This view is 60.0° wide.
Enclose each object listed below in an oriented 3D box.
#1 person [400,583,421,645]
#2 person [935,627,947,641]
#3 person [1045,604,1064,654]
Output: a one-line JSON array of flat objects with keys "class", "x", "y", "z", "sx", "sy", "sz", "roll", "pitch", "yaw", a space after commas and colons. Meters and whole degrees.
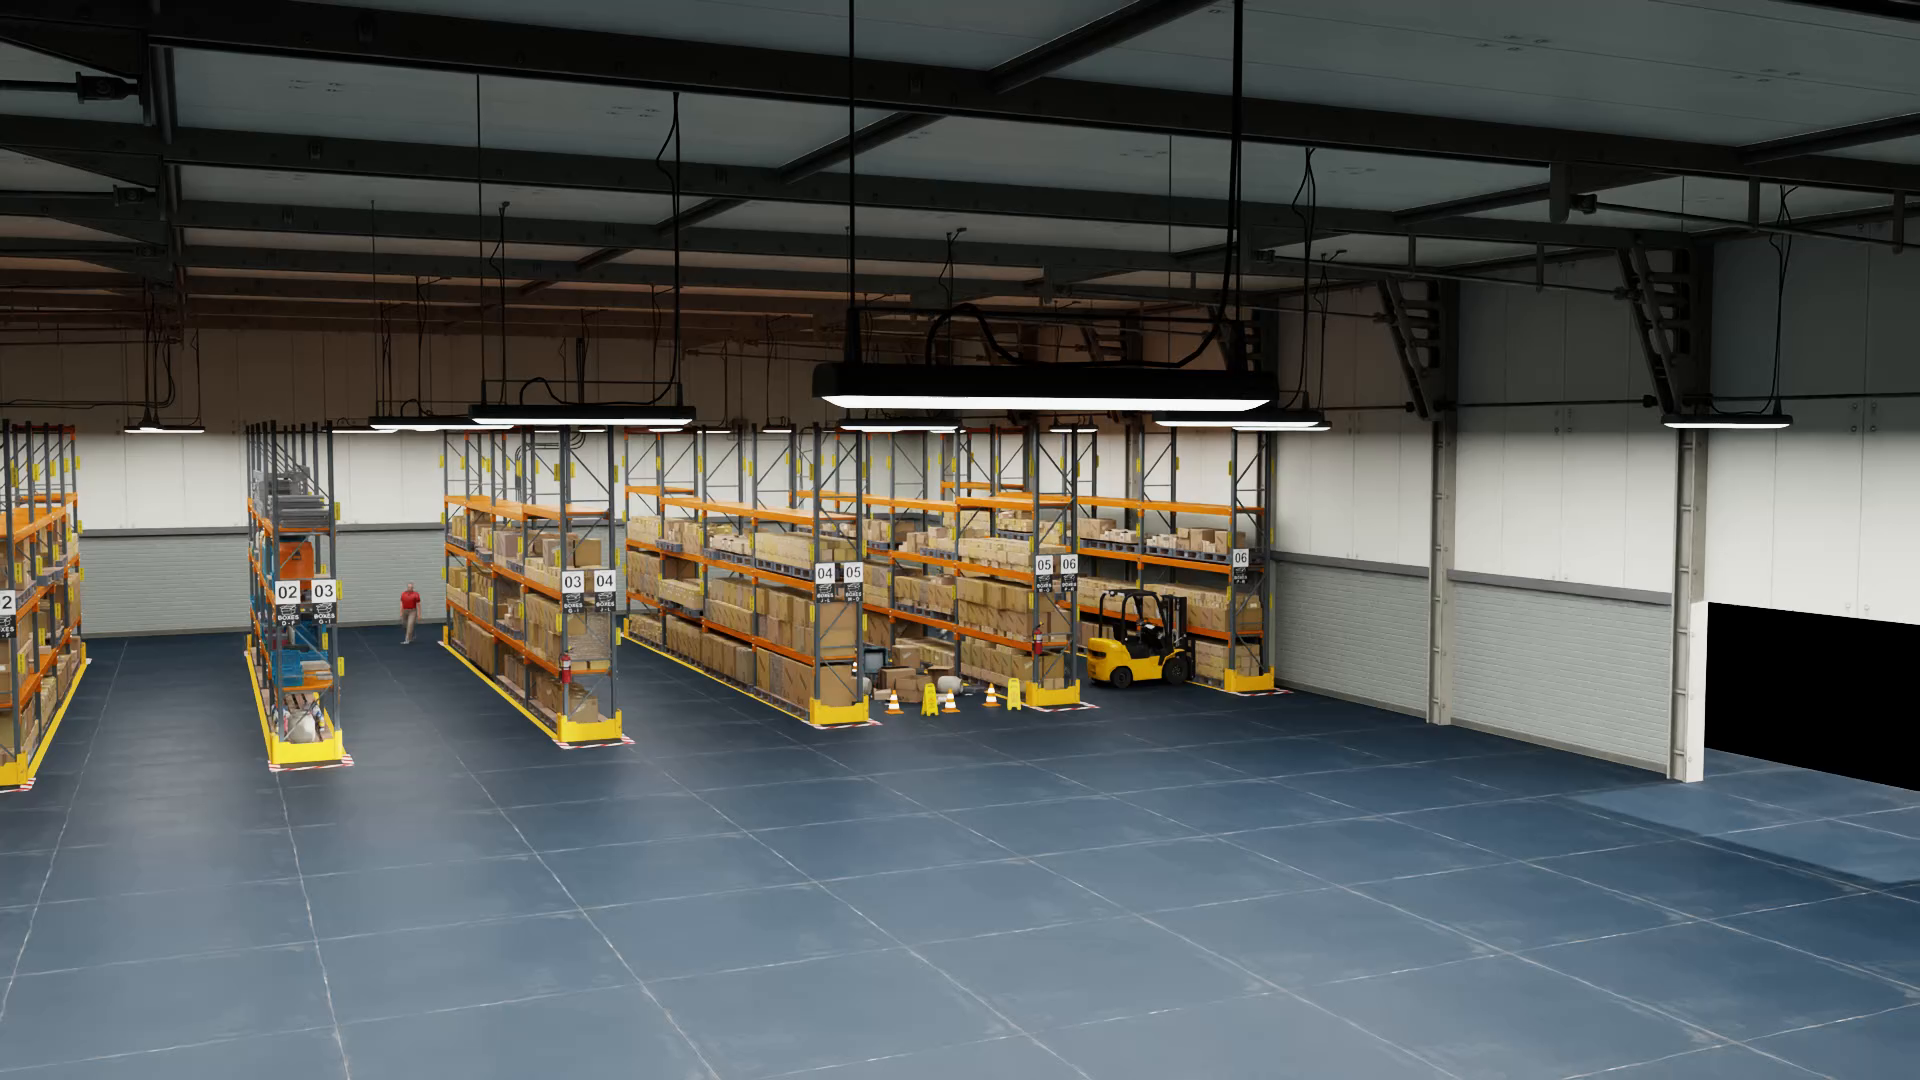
[{"class": "person", "x": -15.124, "y": 2.015, "z": 45.740, "sx": 0.539, "sy": 1.685, "sz": 0.852, "roll": 0, "pitch": 4, "yaw": 8}, {"class": "person", "x": -0.502, "y": 1.928, "z": 46.402, "sx": 0.467, "sy": 1.788, "sz": 0.602, "roll": 3, "pitch": 4, "yaw": 35}, {"class": "person", "x": 2.293, "y": 2.392, "z": 39.991, "sx": 0.663, "sy": 1.673, "sz": 0.837, "roll": -2, "pitch": 4, "yaw": -24}]
